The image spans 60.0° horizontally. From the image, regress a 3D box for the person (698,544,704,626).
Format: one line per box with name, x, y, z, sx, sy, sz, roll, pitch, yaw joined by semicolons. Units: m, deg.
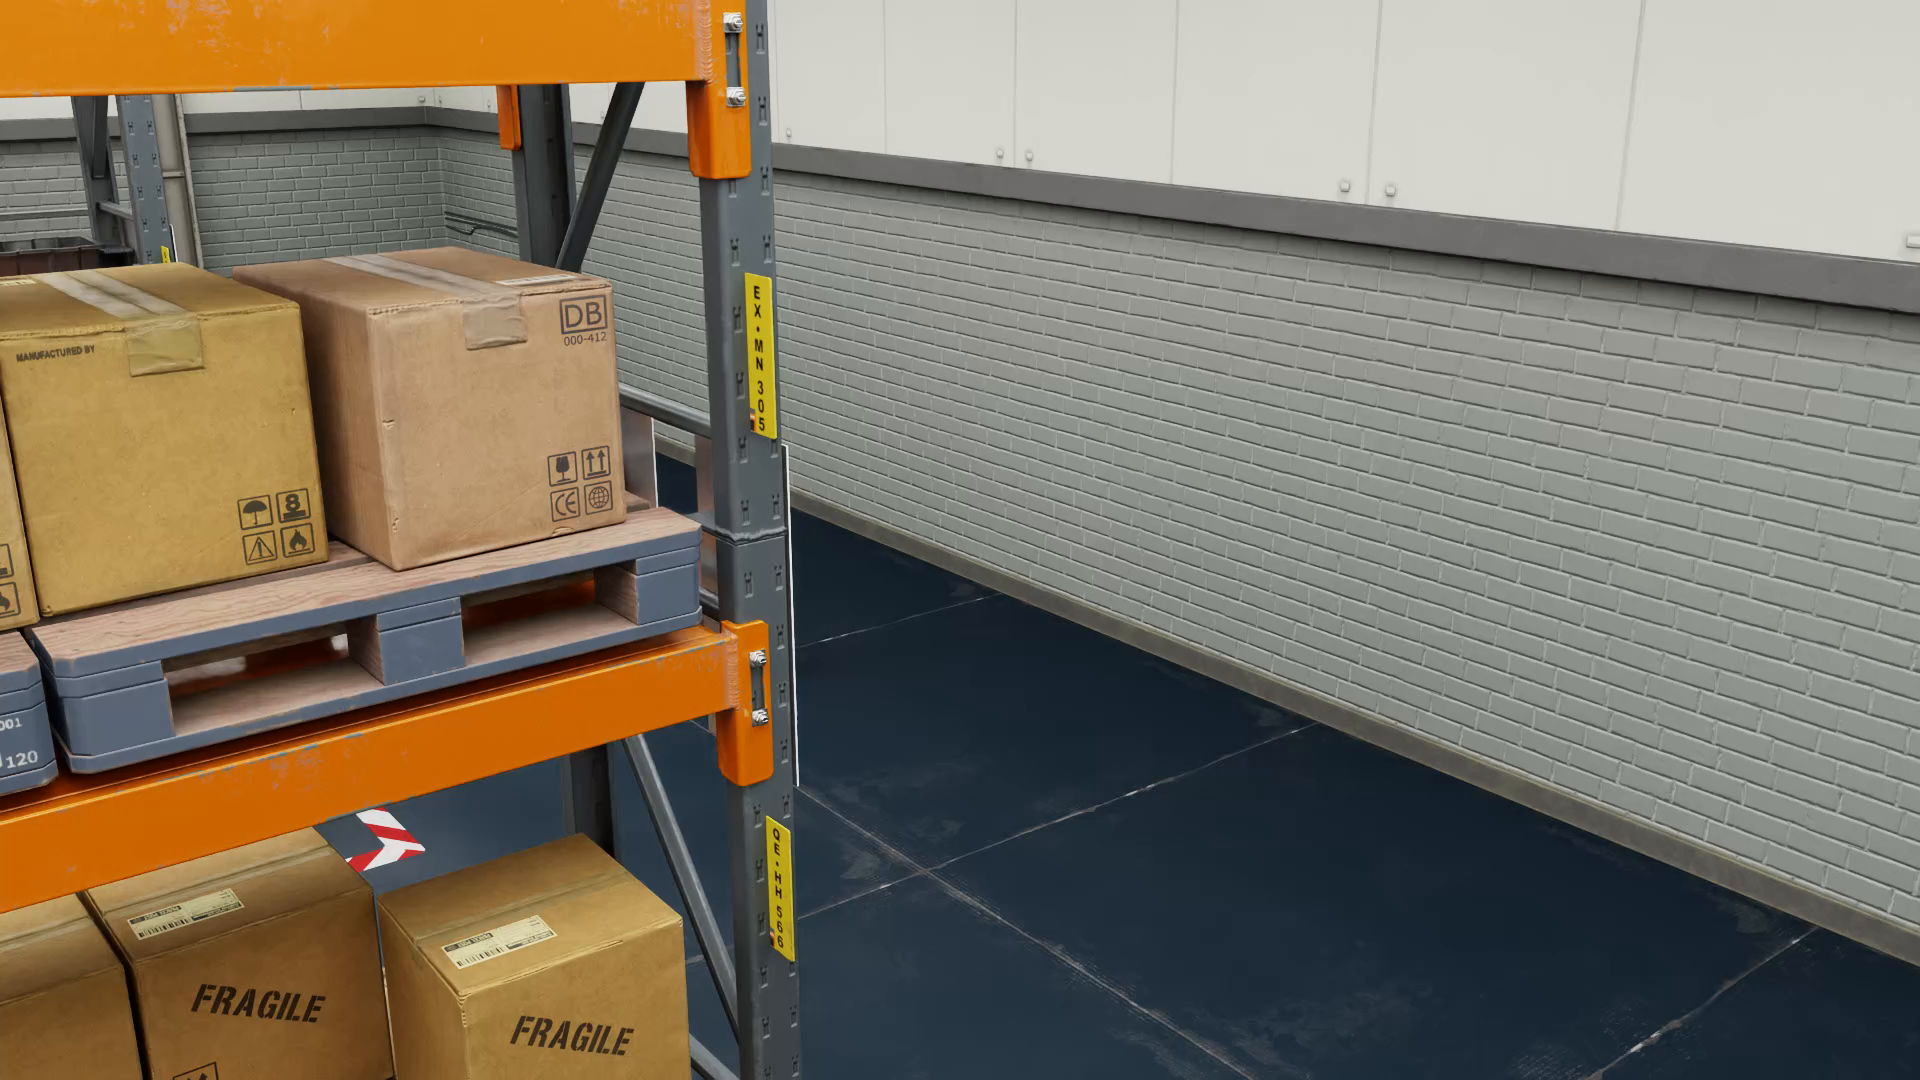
person;-1.628;0.405;10.656;0.945;0.952;0.594;-15;23;-39
